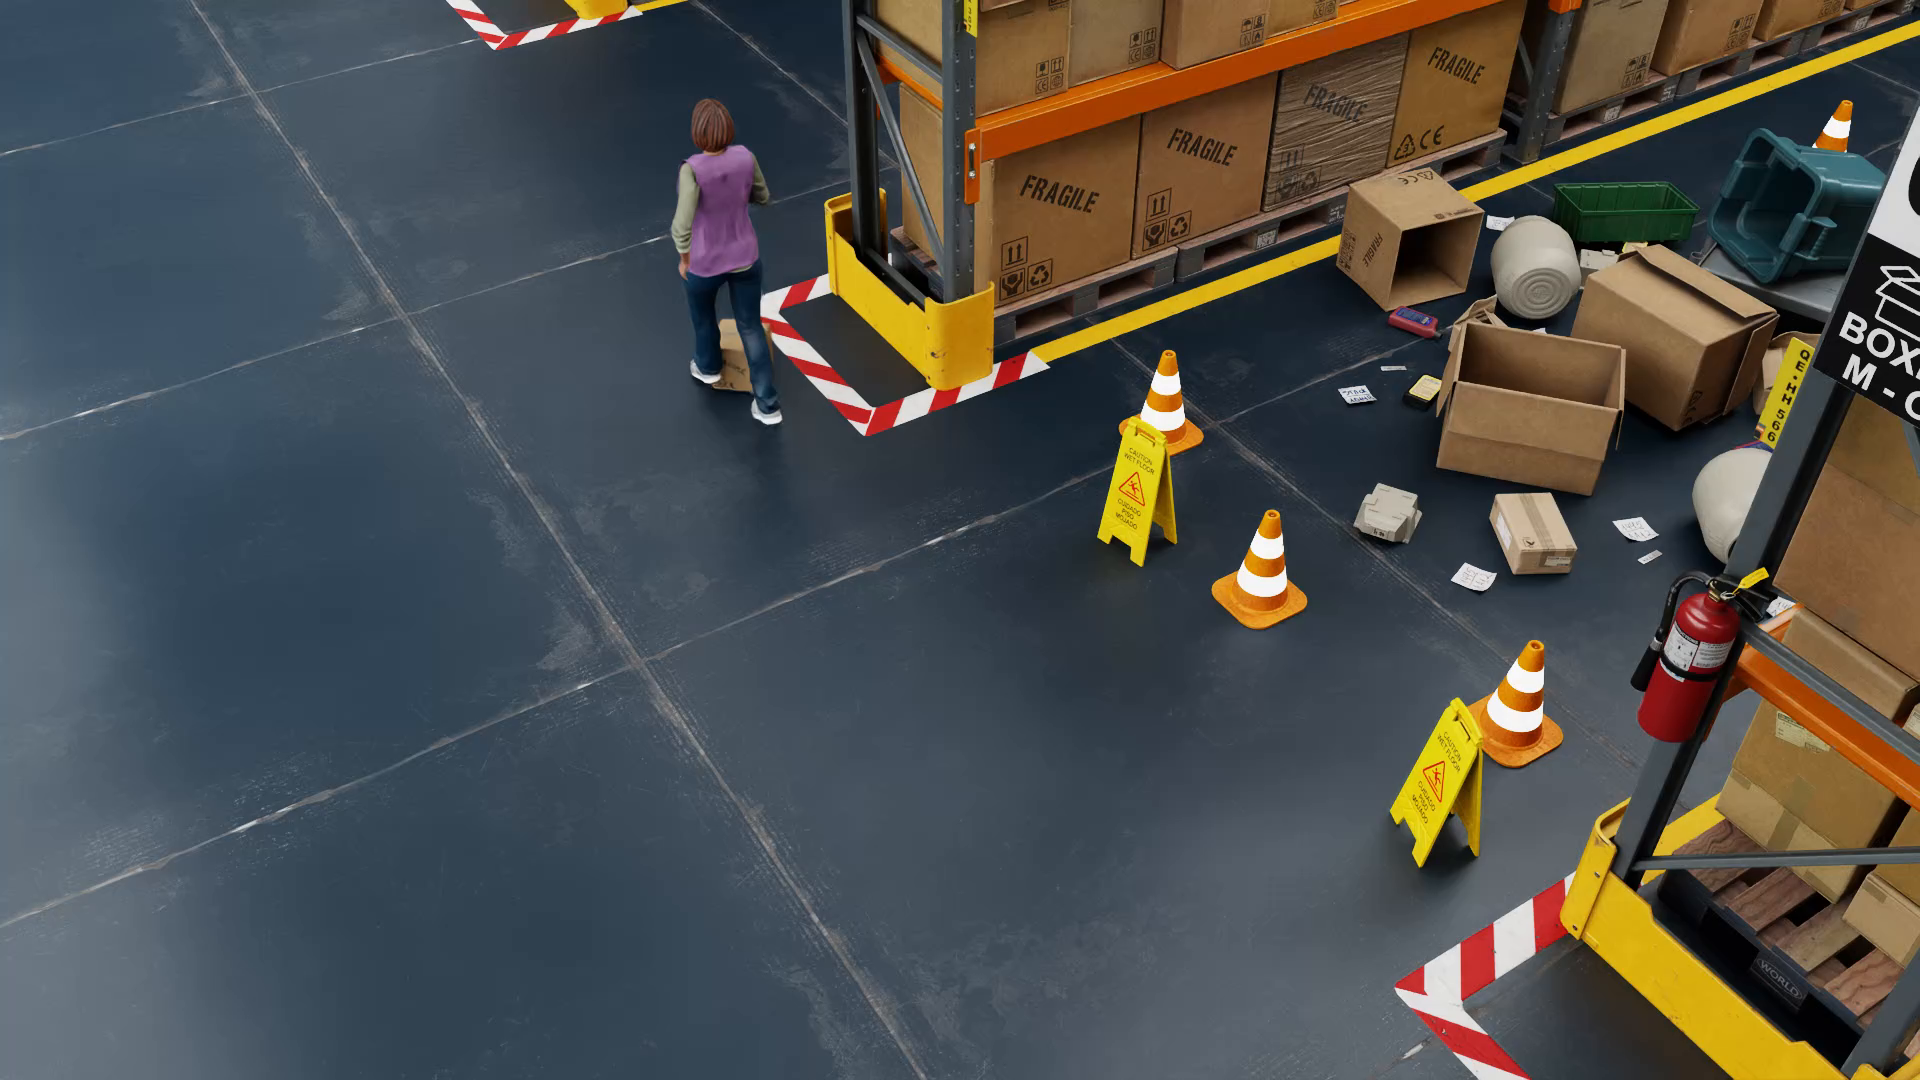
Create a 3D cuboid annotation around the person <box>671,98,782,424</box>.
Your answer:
[{"bbox_3d":[-1.091,-1.270,7.576,0.532,1.598,0.782,-18,44,-19],"label":"person"}]
